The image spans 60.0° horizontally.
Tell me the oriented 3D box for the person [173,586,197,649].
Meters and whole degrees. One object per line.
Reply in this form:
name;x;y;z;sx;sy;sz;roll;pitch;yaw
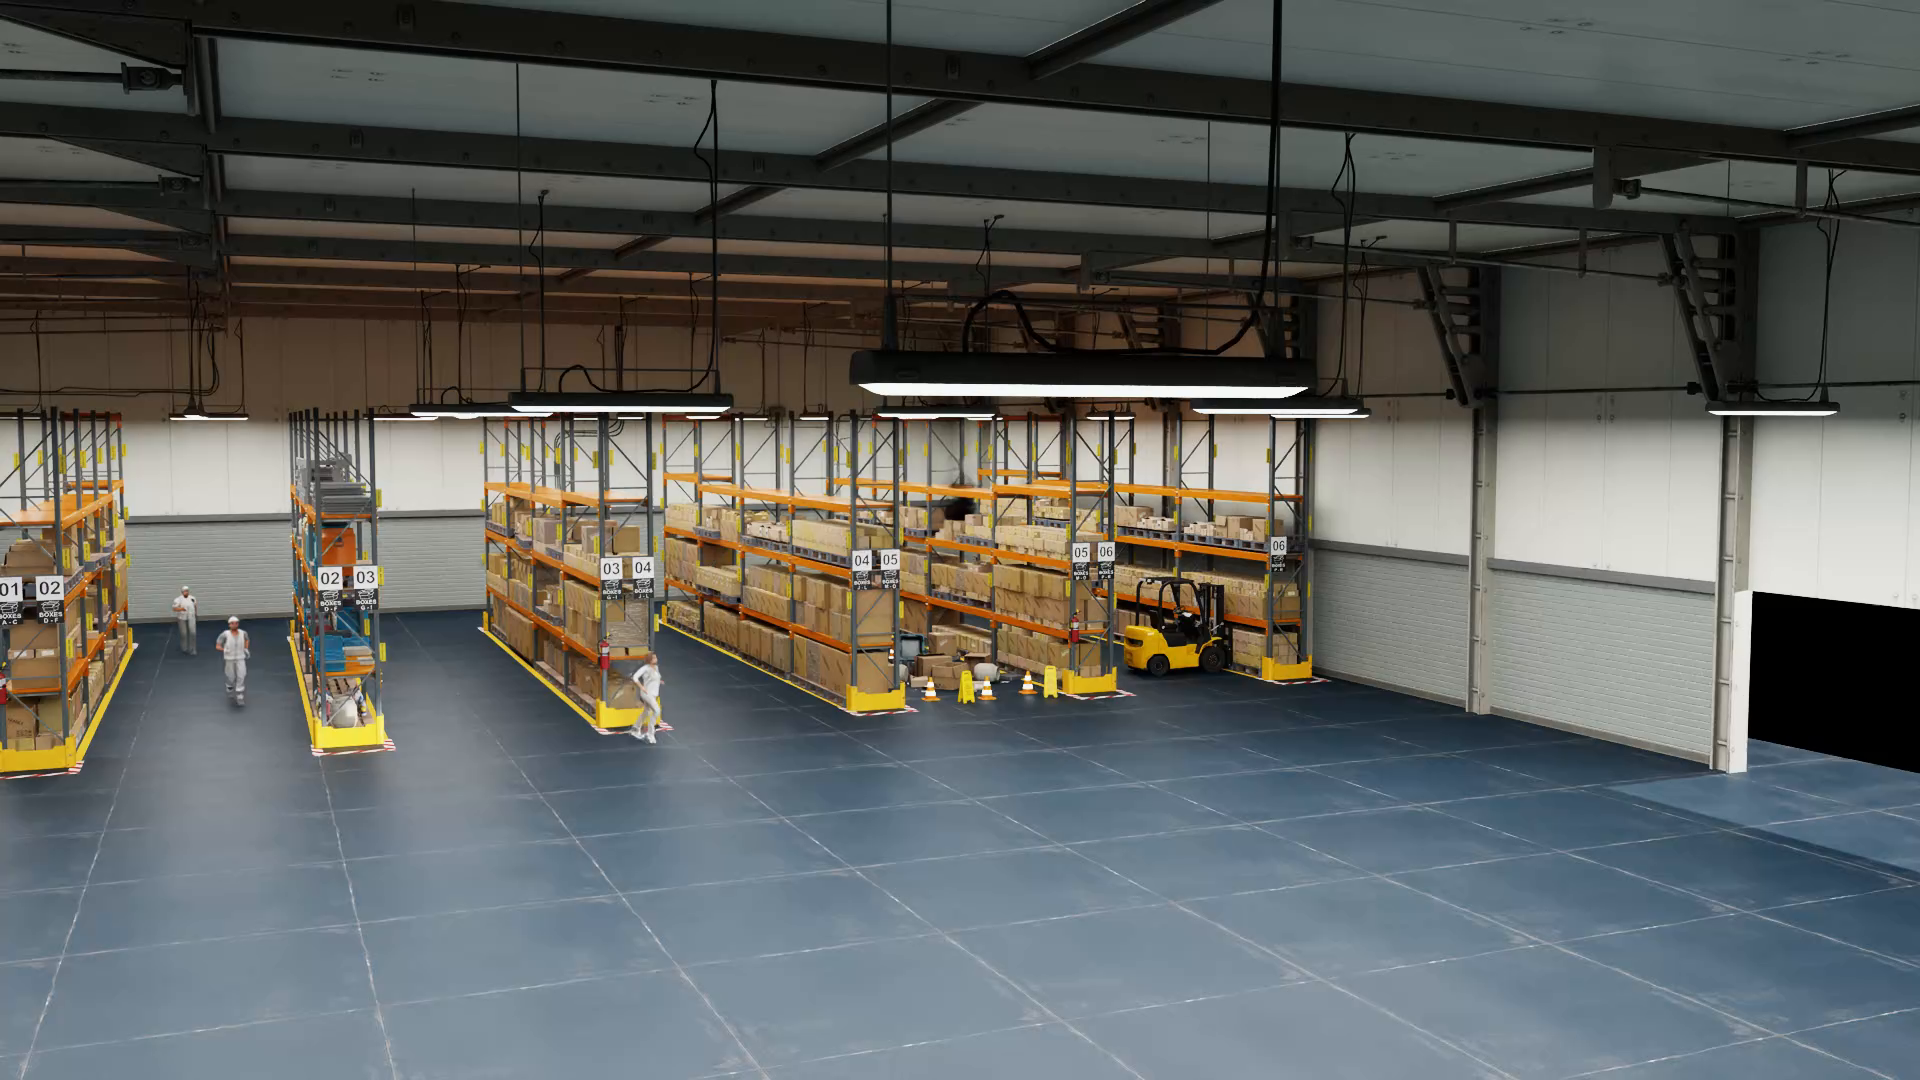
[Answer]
person;-19.233;1.921;41.294;0.593;1.559;0.752;-3;5;-33

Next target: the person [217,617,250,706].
person;-14.744;2.444;33.784;0.619;1.778;1.008;-3;5;-33

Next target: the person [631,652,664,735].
person;-5.614;2.763;29.960;0.635;1.458;0.553;1;4;19
